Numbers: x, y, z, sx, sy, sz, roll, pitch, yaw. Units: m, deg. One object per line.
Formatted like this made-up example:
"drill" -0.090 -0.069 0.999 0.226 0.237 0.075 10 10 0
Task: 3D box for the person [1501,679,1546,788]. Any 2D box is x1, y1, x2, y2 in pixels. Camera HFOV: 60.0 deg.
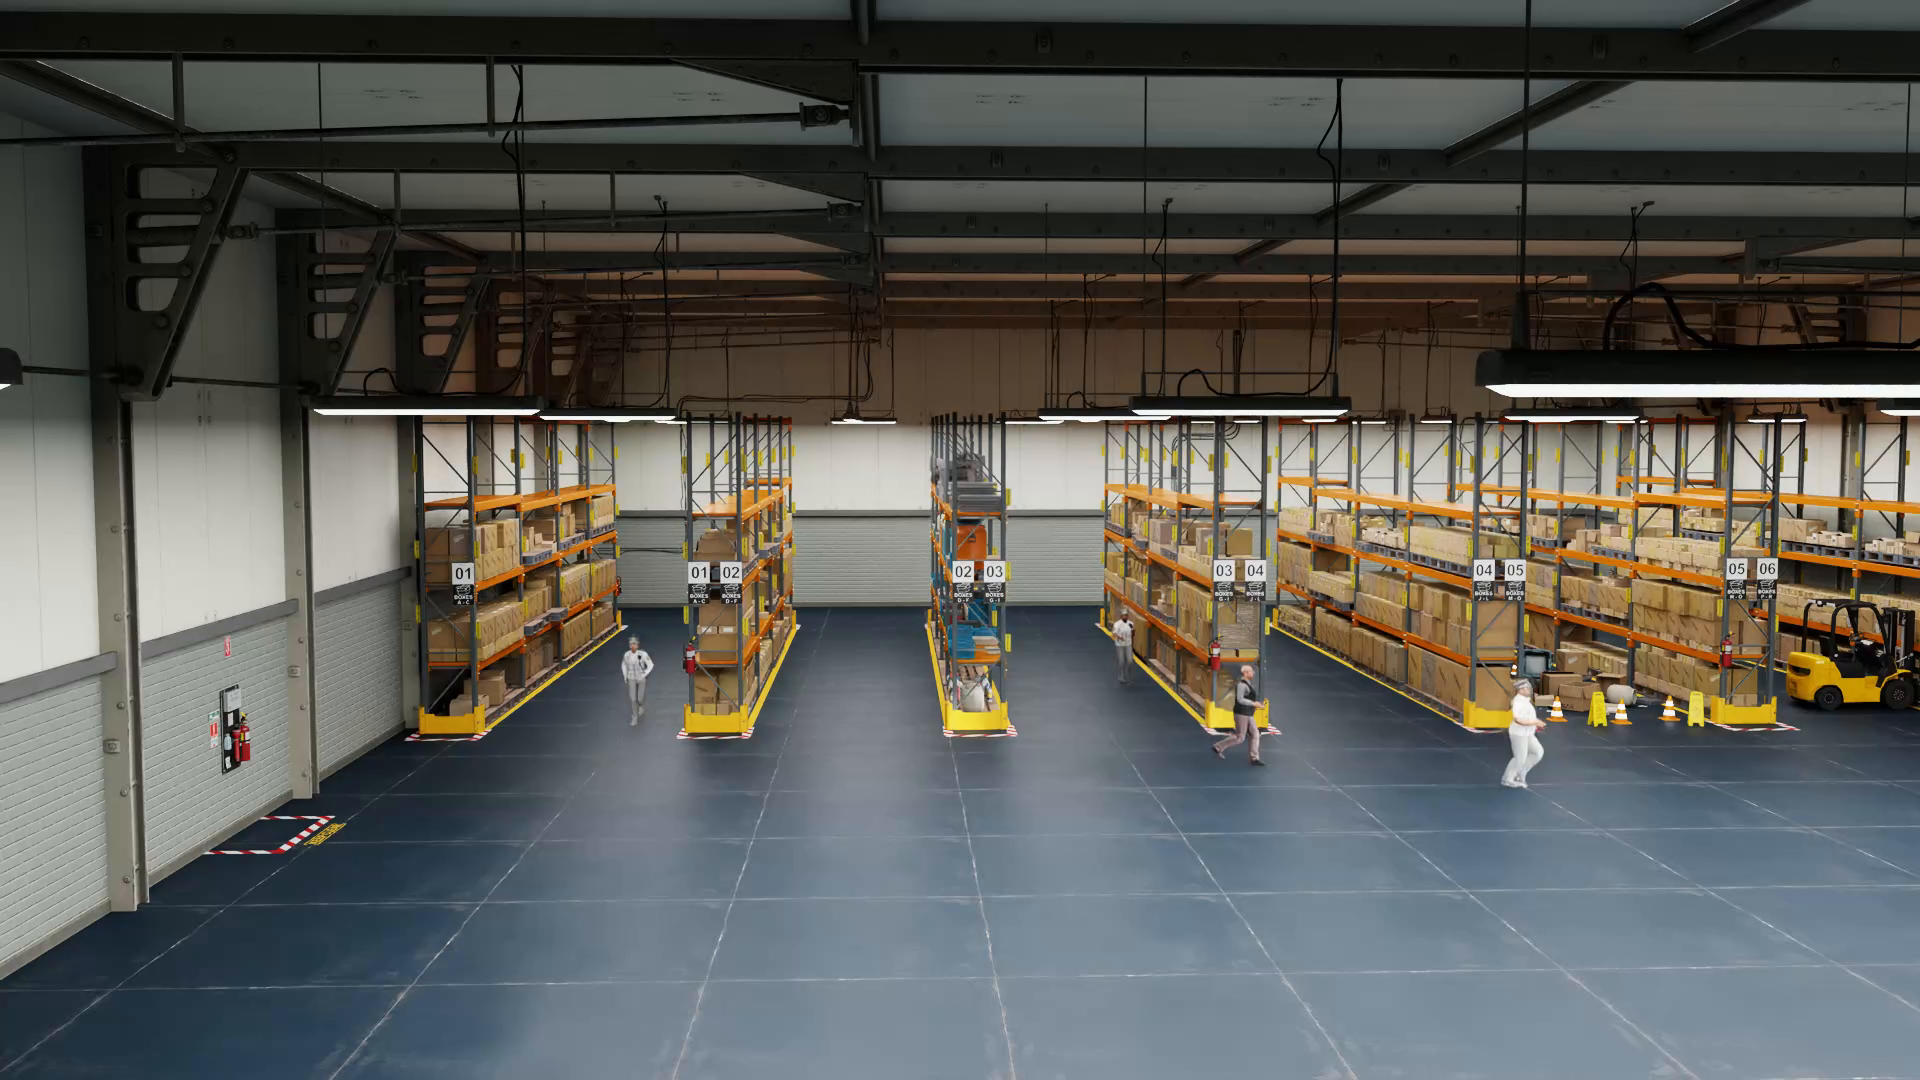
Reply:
"person" 8.914 3.065 26.233 0.691 1.785 0.639 2 5 32

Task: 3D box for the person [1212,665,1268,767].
"person" 4.731 2.956 28.043 0.927 1.712 0.646 1 4 21

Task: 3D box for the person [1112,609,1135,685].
"person" 3.655 2.380 36.989 0.572 1.721 0.697 0 4 -6

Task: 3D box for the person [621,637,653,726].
"person" -6.233 2.709 32.166 0.628 1.720 0.703 0 4 1
